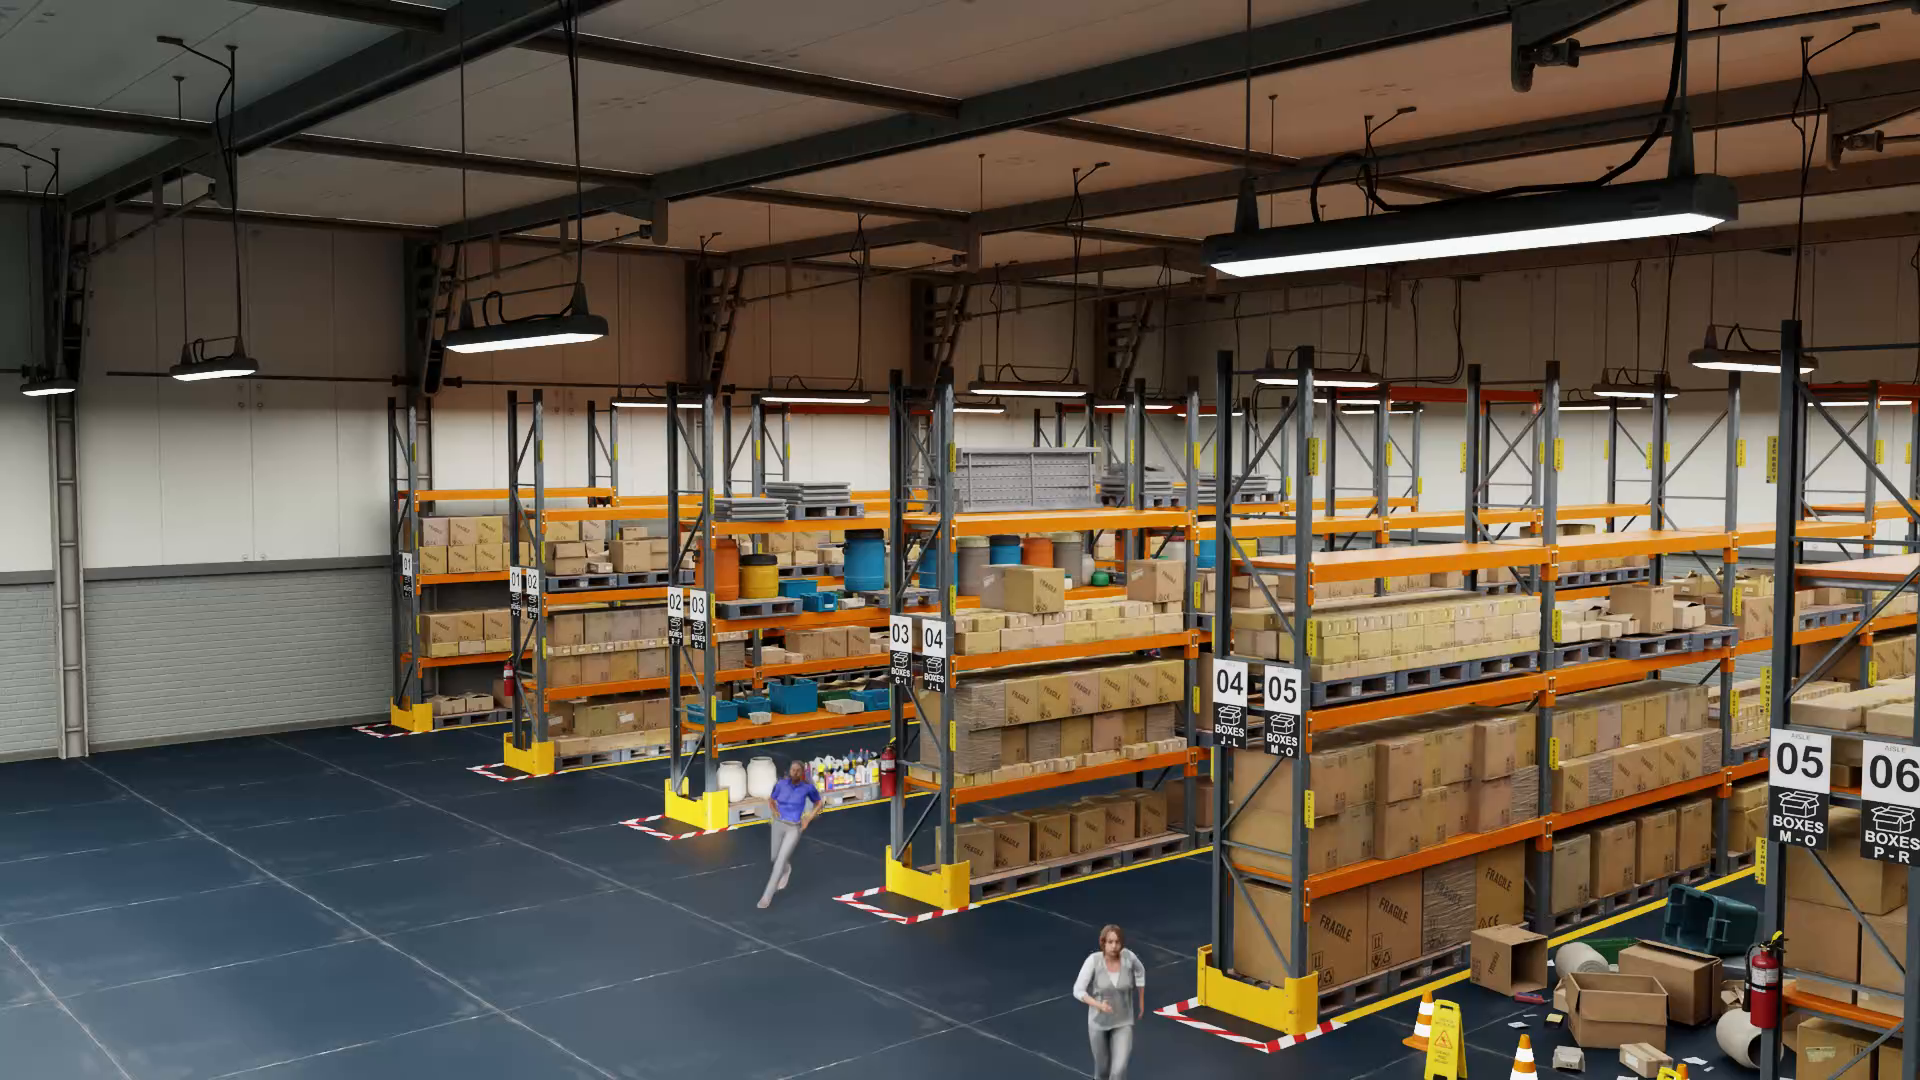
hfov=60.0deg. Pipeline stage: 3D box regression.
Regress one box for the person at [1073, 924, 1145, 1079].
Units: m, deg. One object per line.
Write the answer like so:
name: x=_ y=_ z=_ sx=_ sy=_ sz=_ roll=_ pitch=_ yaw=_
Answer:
person: x=1.122 y=3.639 z=12.458 sx=0.563 sy=1.611 sz=0.907 roll=0 pitch=3 yaw=-2

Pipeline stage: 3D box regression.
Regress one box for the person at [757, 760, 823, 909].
person: x=-1.887 y=3.265 z=18.741 sx=0.623 sy=1.622 sz=0.895 roll=1 pitch=3 yaw=16
